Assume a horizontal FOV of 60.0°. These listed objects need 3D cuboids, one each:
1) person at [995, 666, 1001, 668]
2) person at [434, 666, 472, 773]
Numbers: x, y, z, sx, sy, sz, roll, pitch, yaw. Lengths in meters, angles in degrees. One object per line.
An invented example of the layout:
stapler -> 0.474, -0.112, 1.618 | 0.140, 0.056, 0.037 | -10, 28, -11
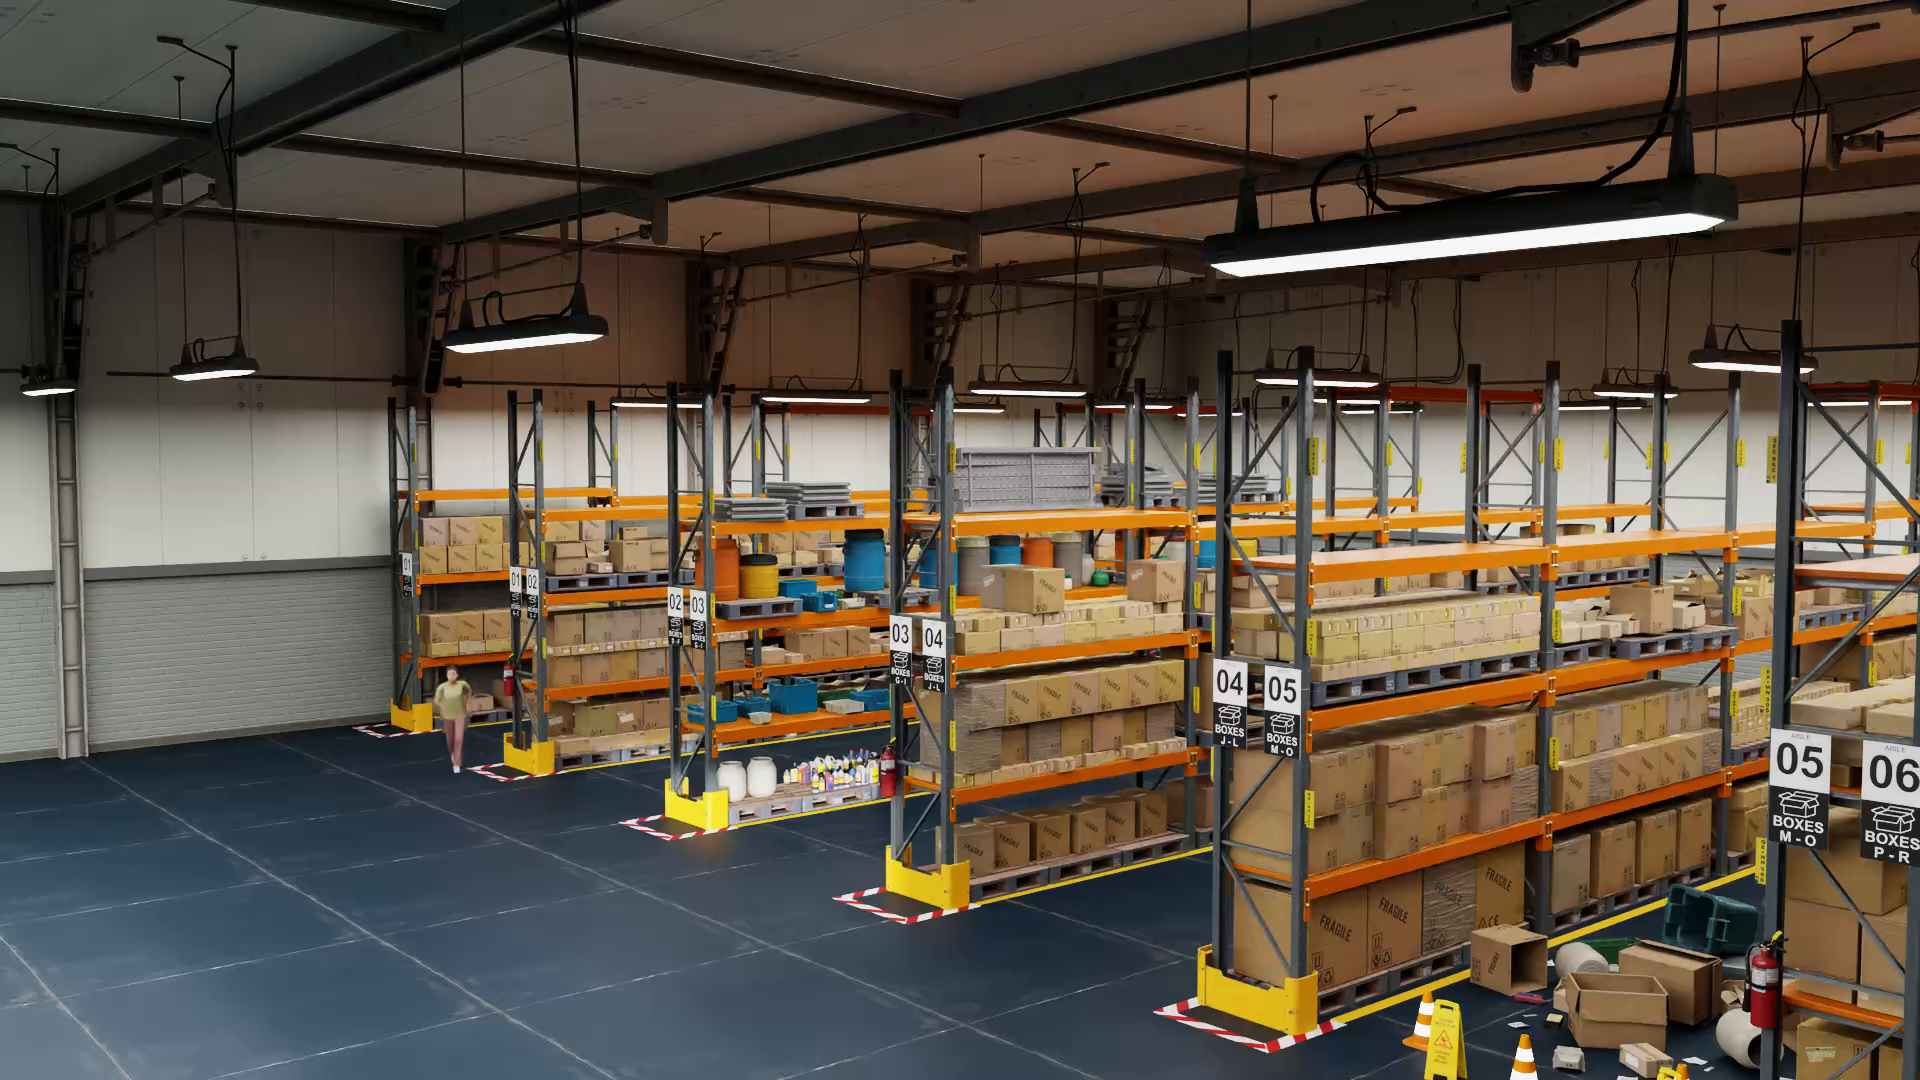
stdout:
person -> 0.718, 2.663, 28.395 | 0.778, 1.723, 0.719 | 0, 3, -7
person -> -8.002, 2.793, 26.269 | 0.555, 1.640, 1.007 | -1, 3, -13
